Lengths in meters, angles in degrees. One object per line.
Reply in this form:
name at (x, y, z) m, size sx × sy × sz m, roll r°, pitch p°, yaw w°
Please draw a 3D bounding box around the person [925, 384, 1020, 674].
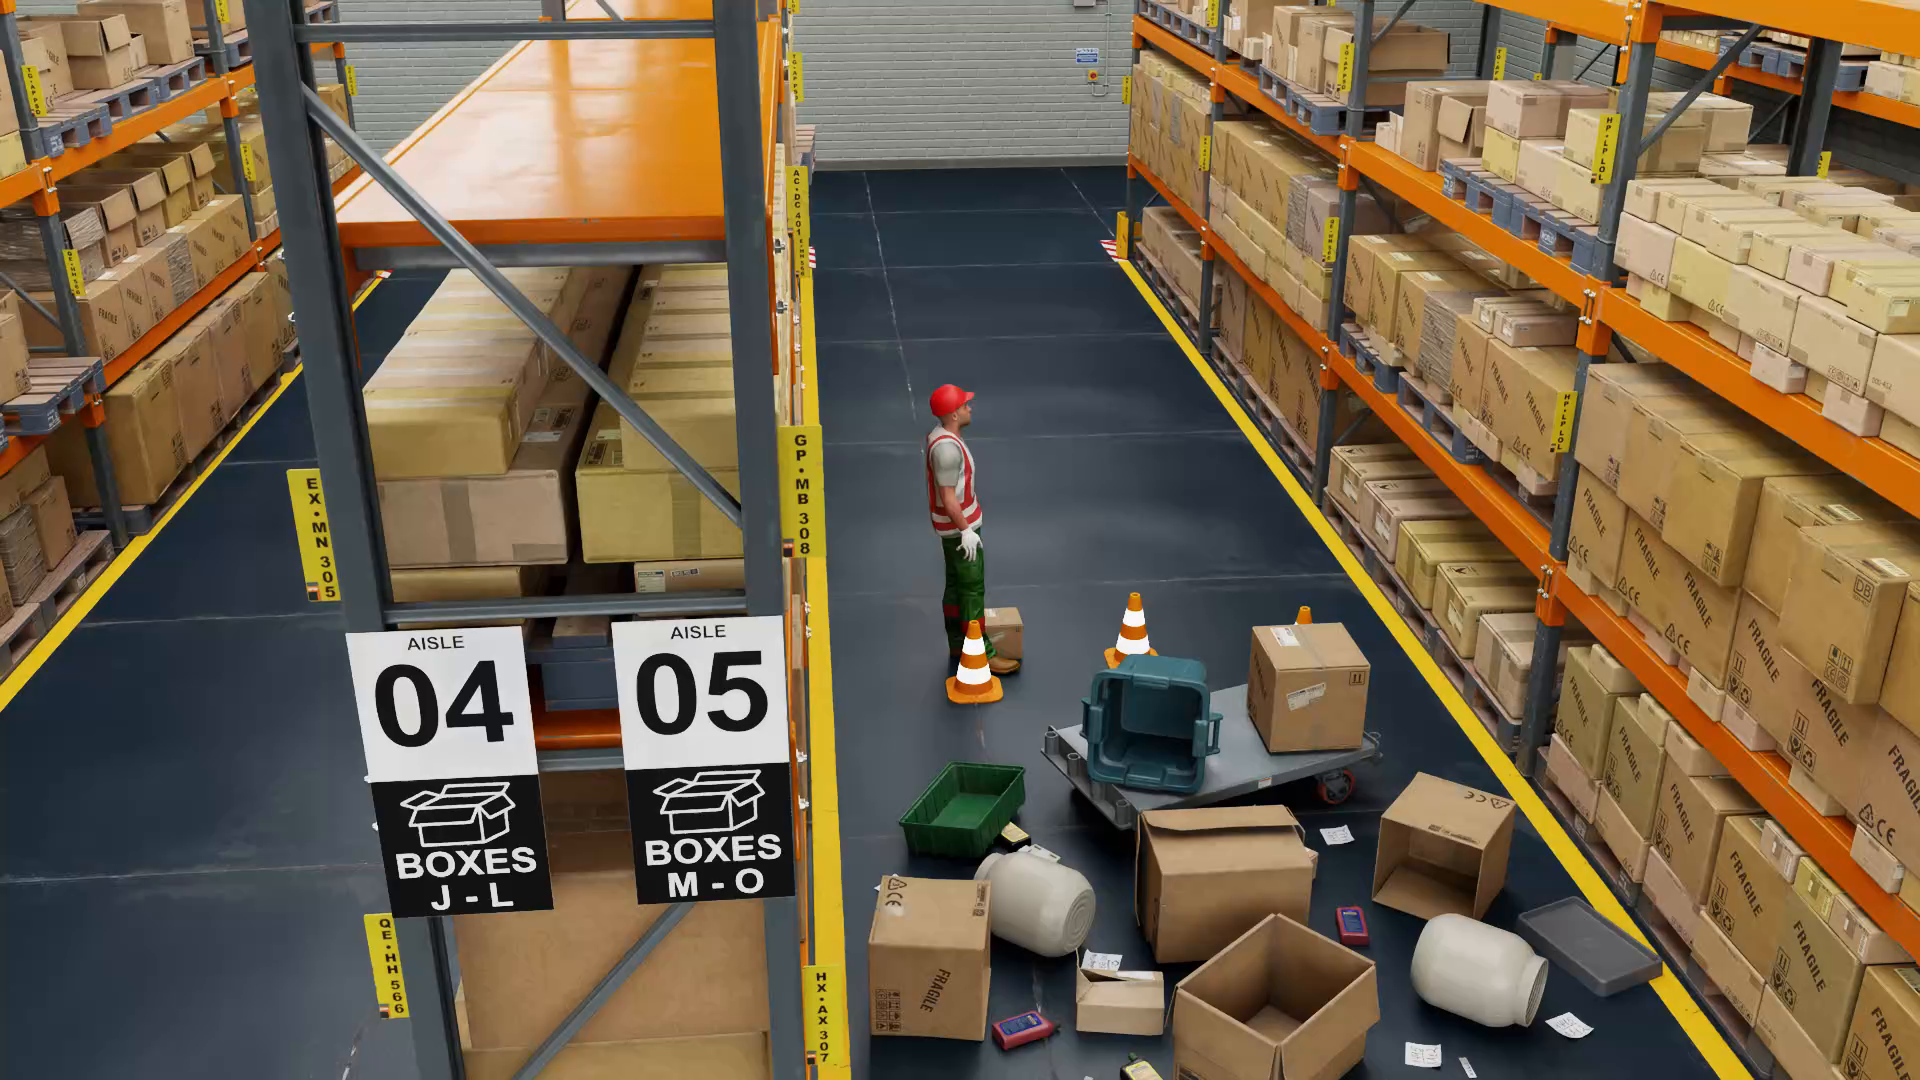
person at (0.070, -0.092, 10.255) m, size 0.562 × 1.790 × 0.637 m, roll -2°, pitch 24°, yaw -5°
